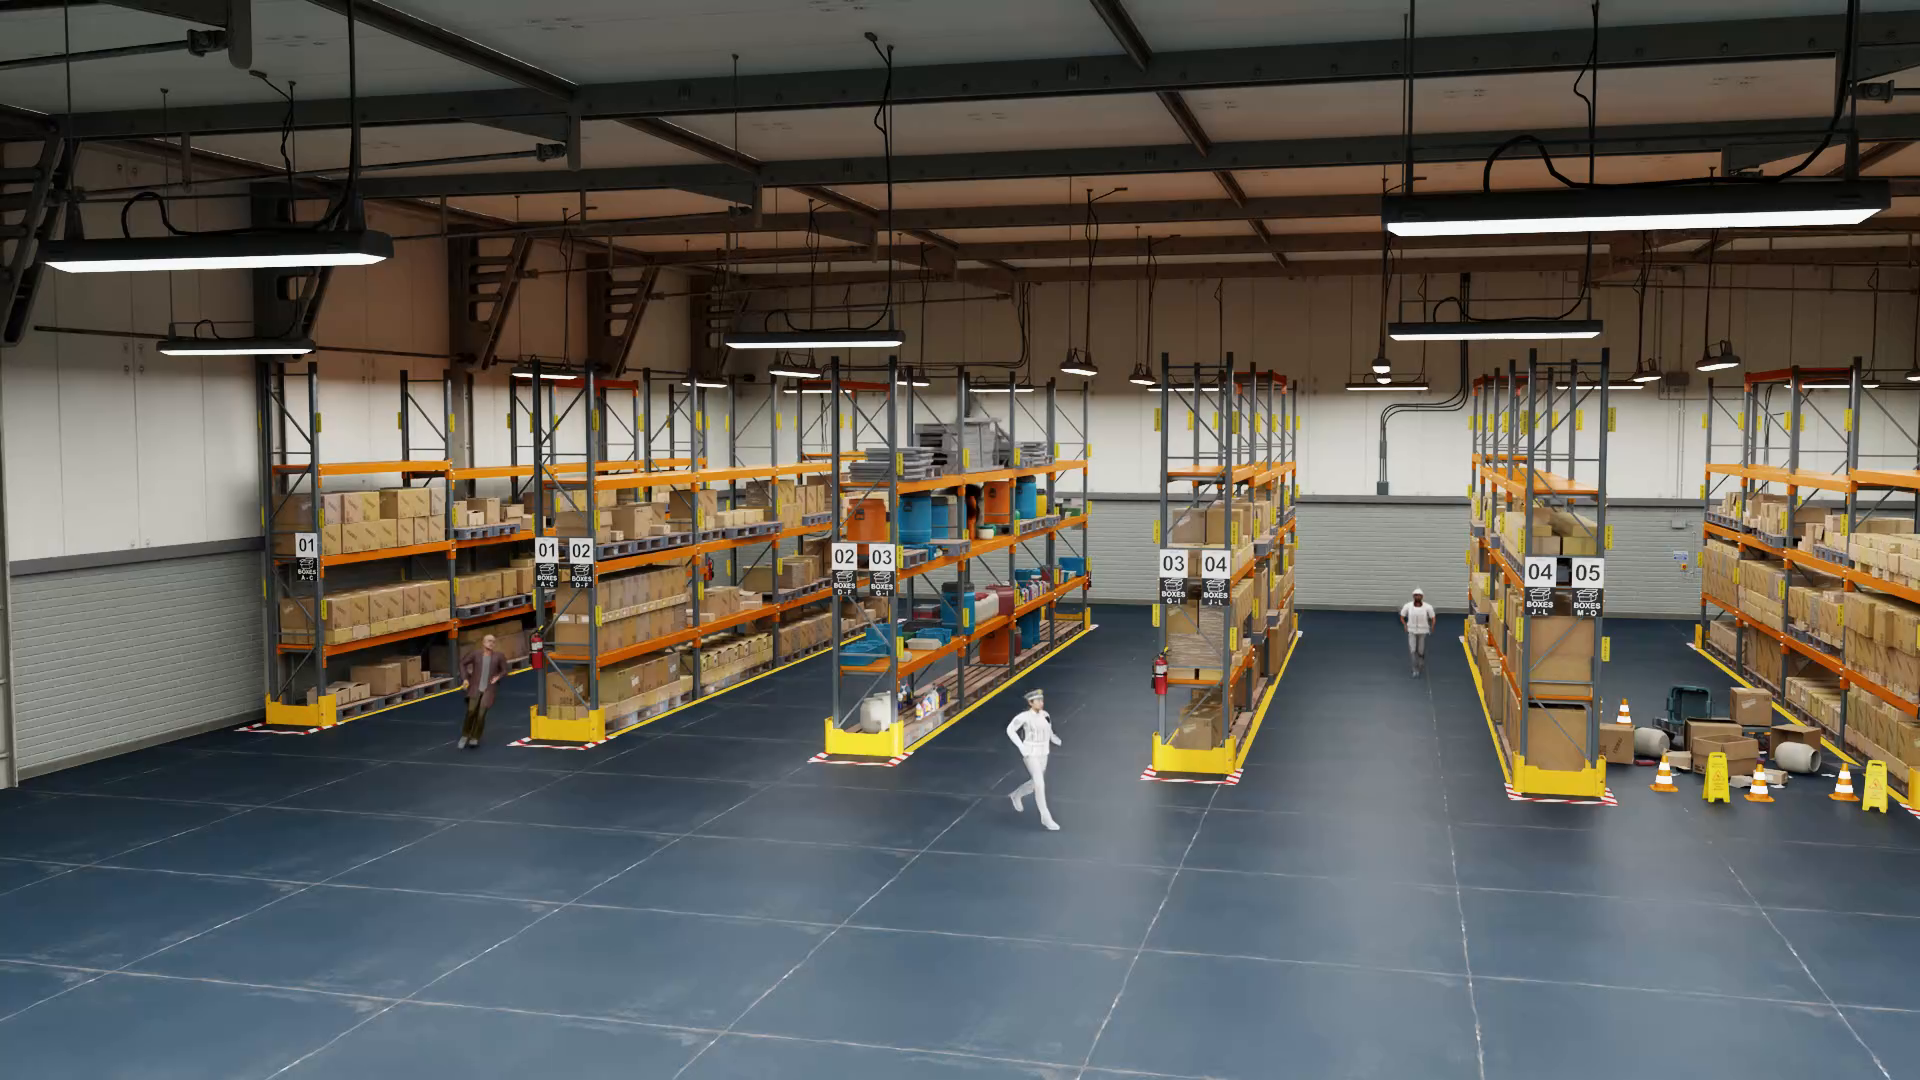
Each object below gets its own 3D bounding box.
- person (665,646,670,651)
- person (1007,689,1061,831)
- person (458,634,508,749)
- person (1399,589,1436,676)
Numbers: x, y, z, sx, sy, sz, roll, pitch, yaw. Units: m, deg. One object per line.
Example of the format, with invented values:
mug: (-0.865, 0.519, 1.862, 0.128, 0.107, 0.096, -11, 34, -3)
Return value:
person: (-6.024, 1.788, 33.890, 0.609, 1.652, 0.555, 1, 4, 13)
person: (0.923, 2.697, 20.746, 0.616, 1.705, 0.921, -4, 5, -41)
person: (-7.375, 2.339, 25.702, 0.770, 1.709, 0.616, -1, 4, -14)
person: (9.086, 1.825, 33.048, 0.701, 1.726, 0.641, 1, 4, 19)
